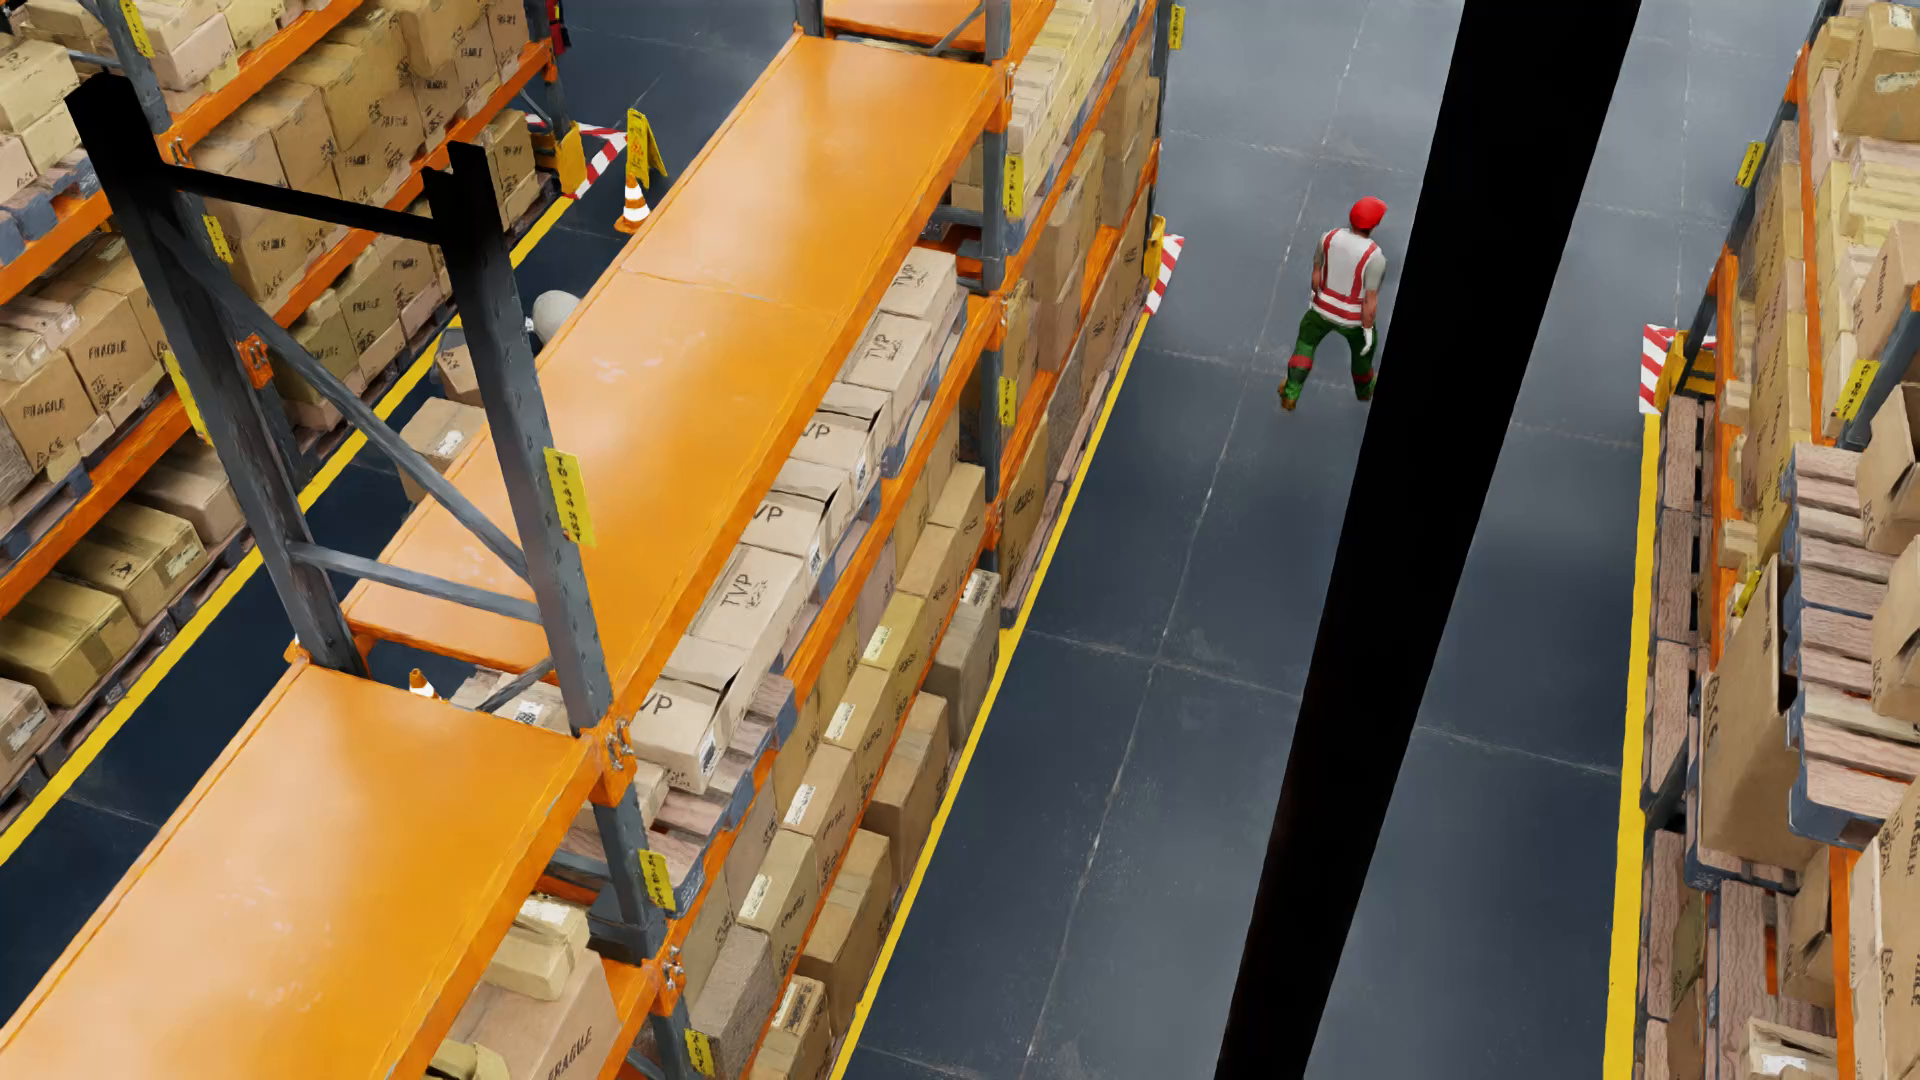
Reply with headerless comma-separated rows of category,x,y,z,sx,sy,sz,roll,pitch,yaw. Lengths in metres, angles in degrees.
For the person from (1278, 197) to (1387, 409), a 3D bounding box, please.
person,2.644,-1.588,11.385,0.600,1.750,0.962,32,54,28
